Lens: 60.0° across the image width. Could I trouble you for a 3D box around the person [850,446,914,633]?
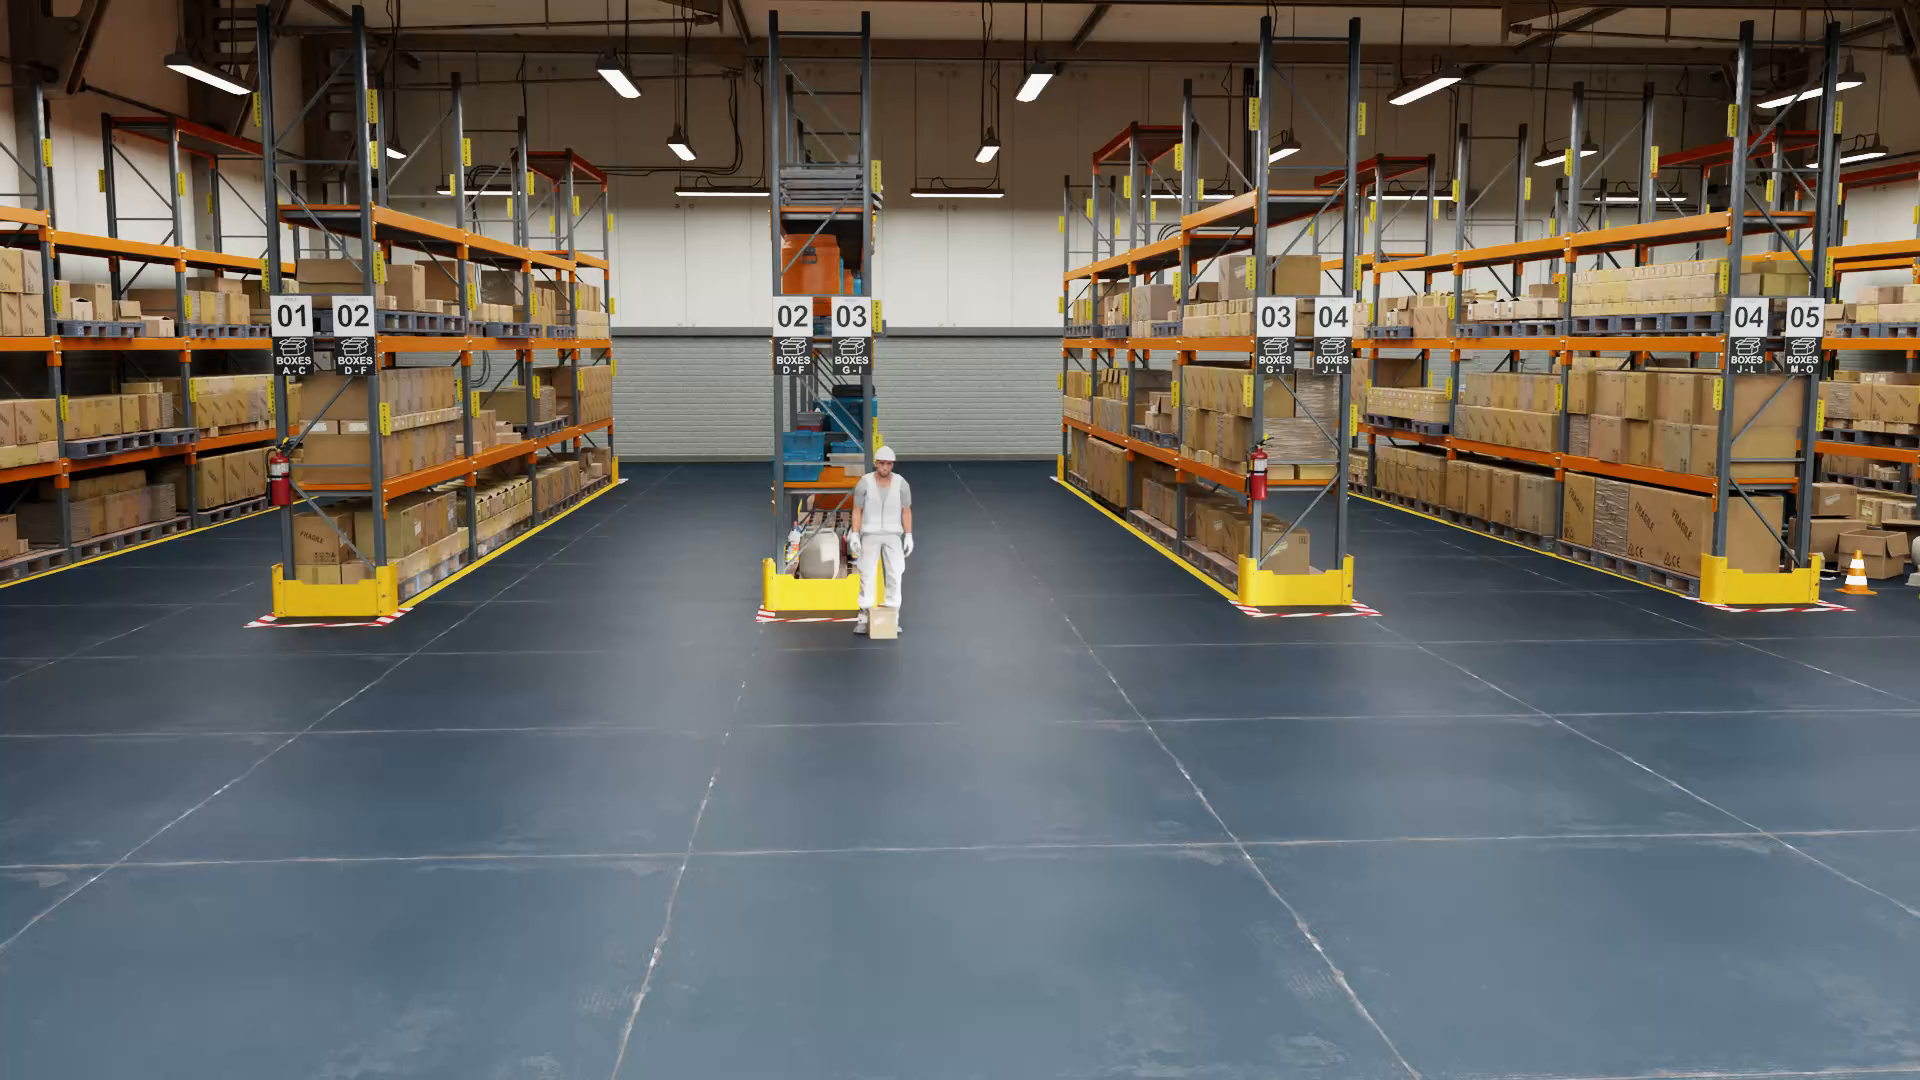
[{"bbox_3d":[-0.739,-0.006,15.731,0.608,1.777,0.453,-1,7,-6],"label":"person"}]
